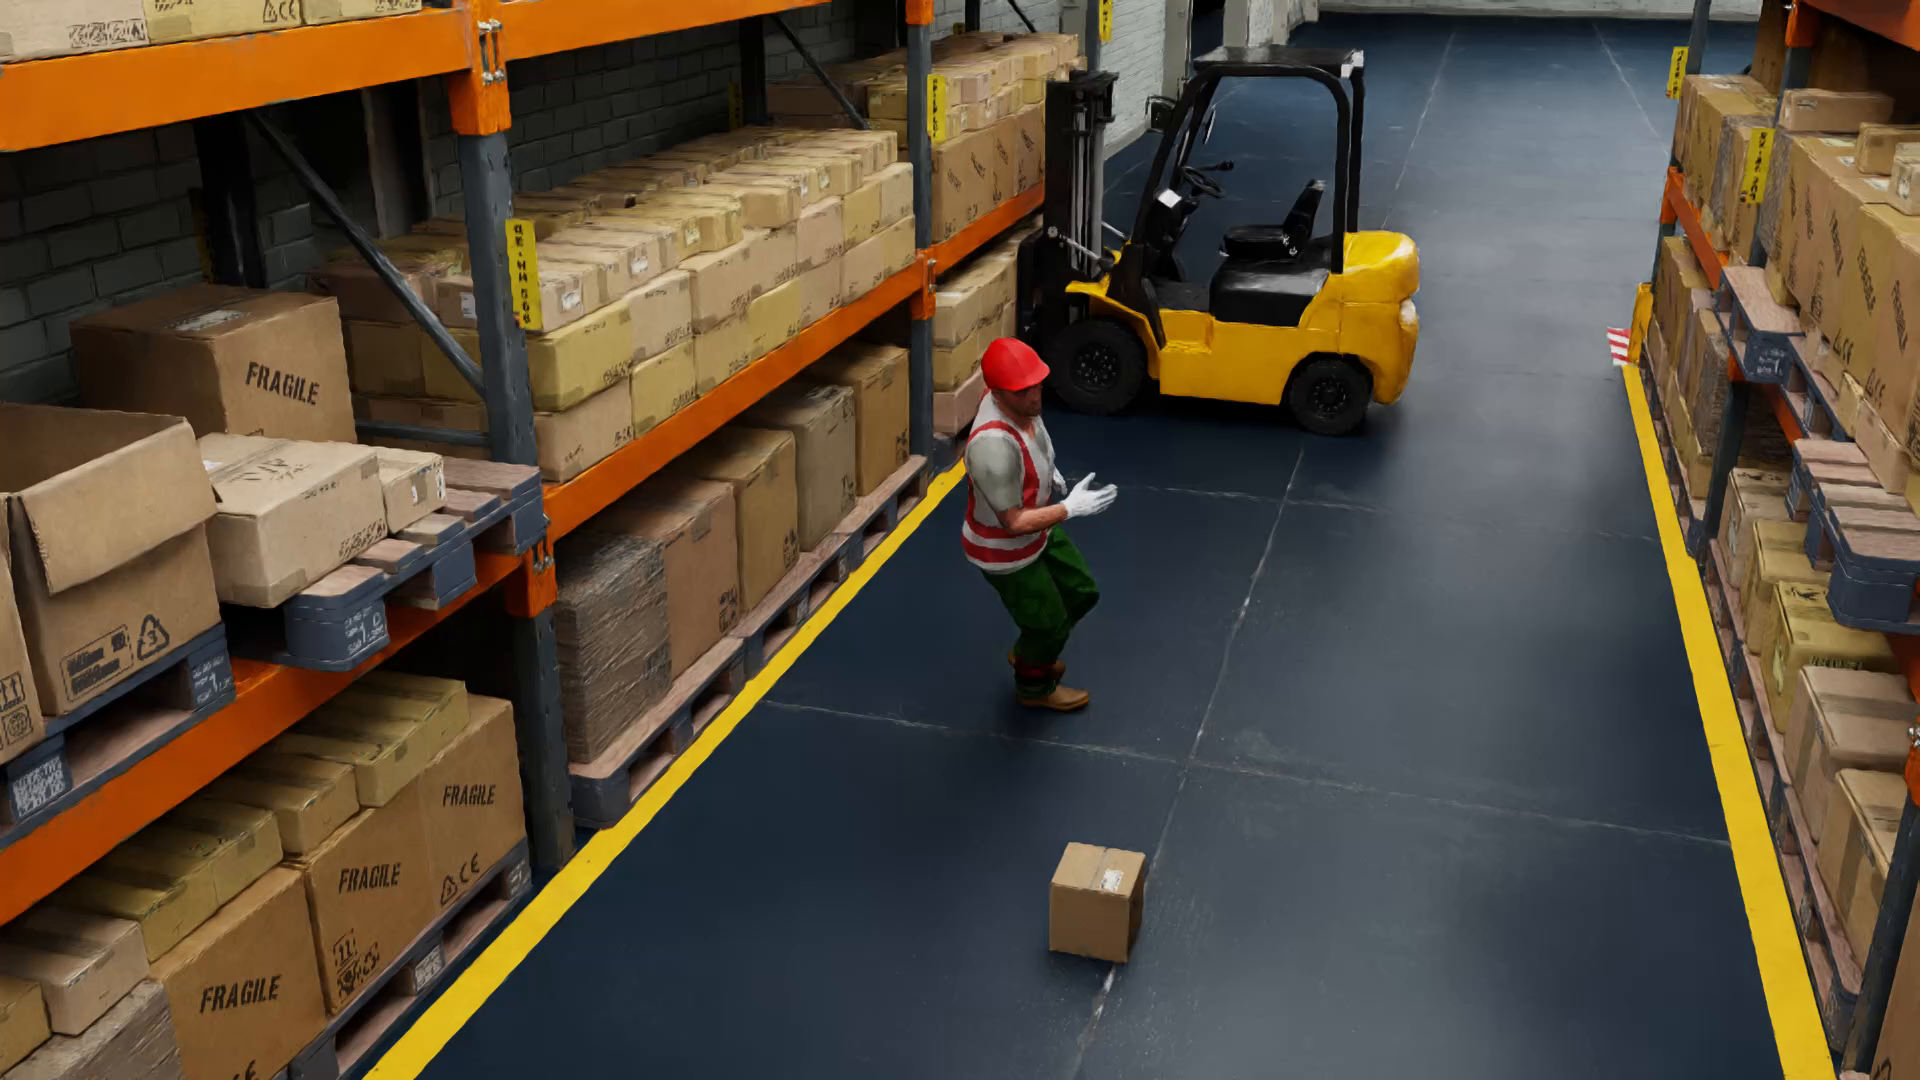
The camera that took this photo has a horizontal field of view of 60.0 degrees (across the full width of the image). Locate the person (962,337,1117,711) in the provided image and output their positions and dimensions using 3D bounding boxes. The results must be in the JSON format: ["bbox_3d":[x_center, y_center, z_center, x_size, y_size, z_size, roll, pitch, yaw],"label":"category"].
[{"bbox_3d":[0.328,-0.023,6.286,0.565,1.662,0.922,6,22,14],"label":"person"}]
